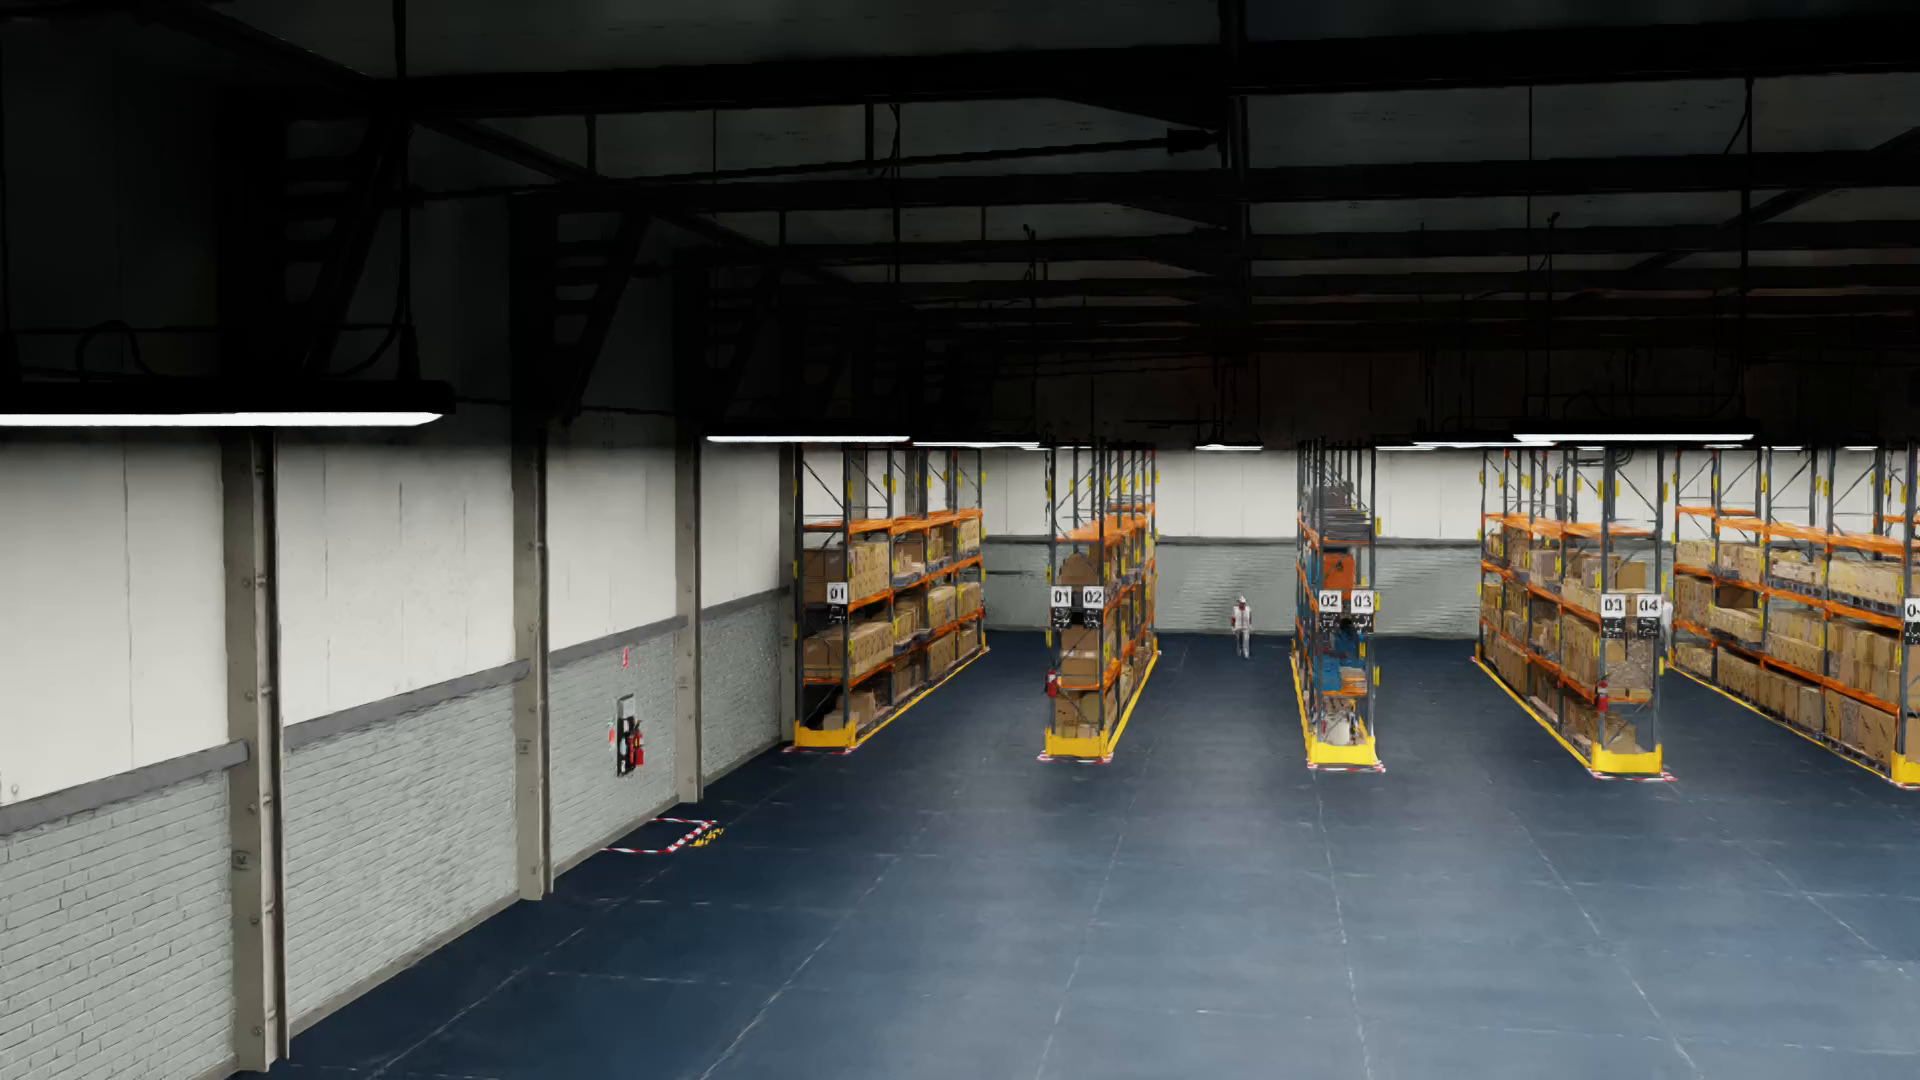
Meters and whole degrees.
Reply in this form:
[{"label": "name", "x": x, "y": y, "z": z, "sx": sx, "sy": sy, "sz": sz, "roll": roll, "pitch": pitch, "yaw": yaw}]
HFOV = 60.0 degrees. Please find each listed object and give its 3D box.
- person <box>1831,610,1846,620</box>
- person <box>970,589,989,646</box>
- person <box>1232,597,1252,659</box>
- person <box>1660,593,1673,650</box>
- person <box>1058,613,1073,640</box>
[{"label": "person", "x": 22.438, "y": 2.568, "z": 42.582, "sx": 0.529, "sy": 1.764, "sz": 0.759, "roll": 1, "pitch": 3, "yaw": 11}, {"label": "person", "x": 0.517, "y": 2.243, "z": 49.100, "sx": 0.552, "sy": 1.775, "sz": 0.517, "roll": -3, "pitch": 4, "yaw": -43}, {"label": "person", "x": 7.822, "y": 2.416, "z": 46.150, "sx": 0.566, "sy": 1.706, "sz": 1.122, "roll": 1, "pitch": 3, "yaw": 12}, {"label": "person", "x": 19.994, "y": 2.362, "z": 47.347, "sx": 0.635, "sy": 1.728, "sz": 1.036, "roll": 2, "pitch": 4, "yaw": 32}, {"label": "person", "x": 2.898, "y": 2.517, "z": 45.267, "sx": 0.456, "sy": 1.589, "sz": 1.088, "roll": 1, "pitch": 3, "yaw": 12}]
